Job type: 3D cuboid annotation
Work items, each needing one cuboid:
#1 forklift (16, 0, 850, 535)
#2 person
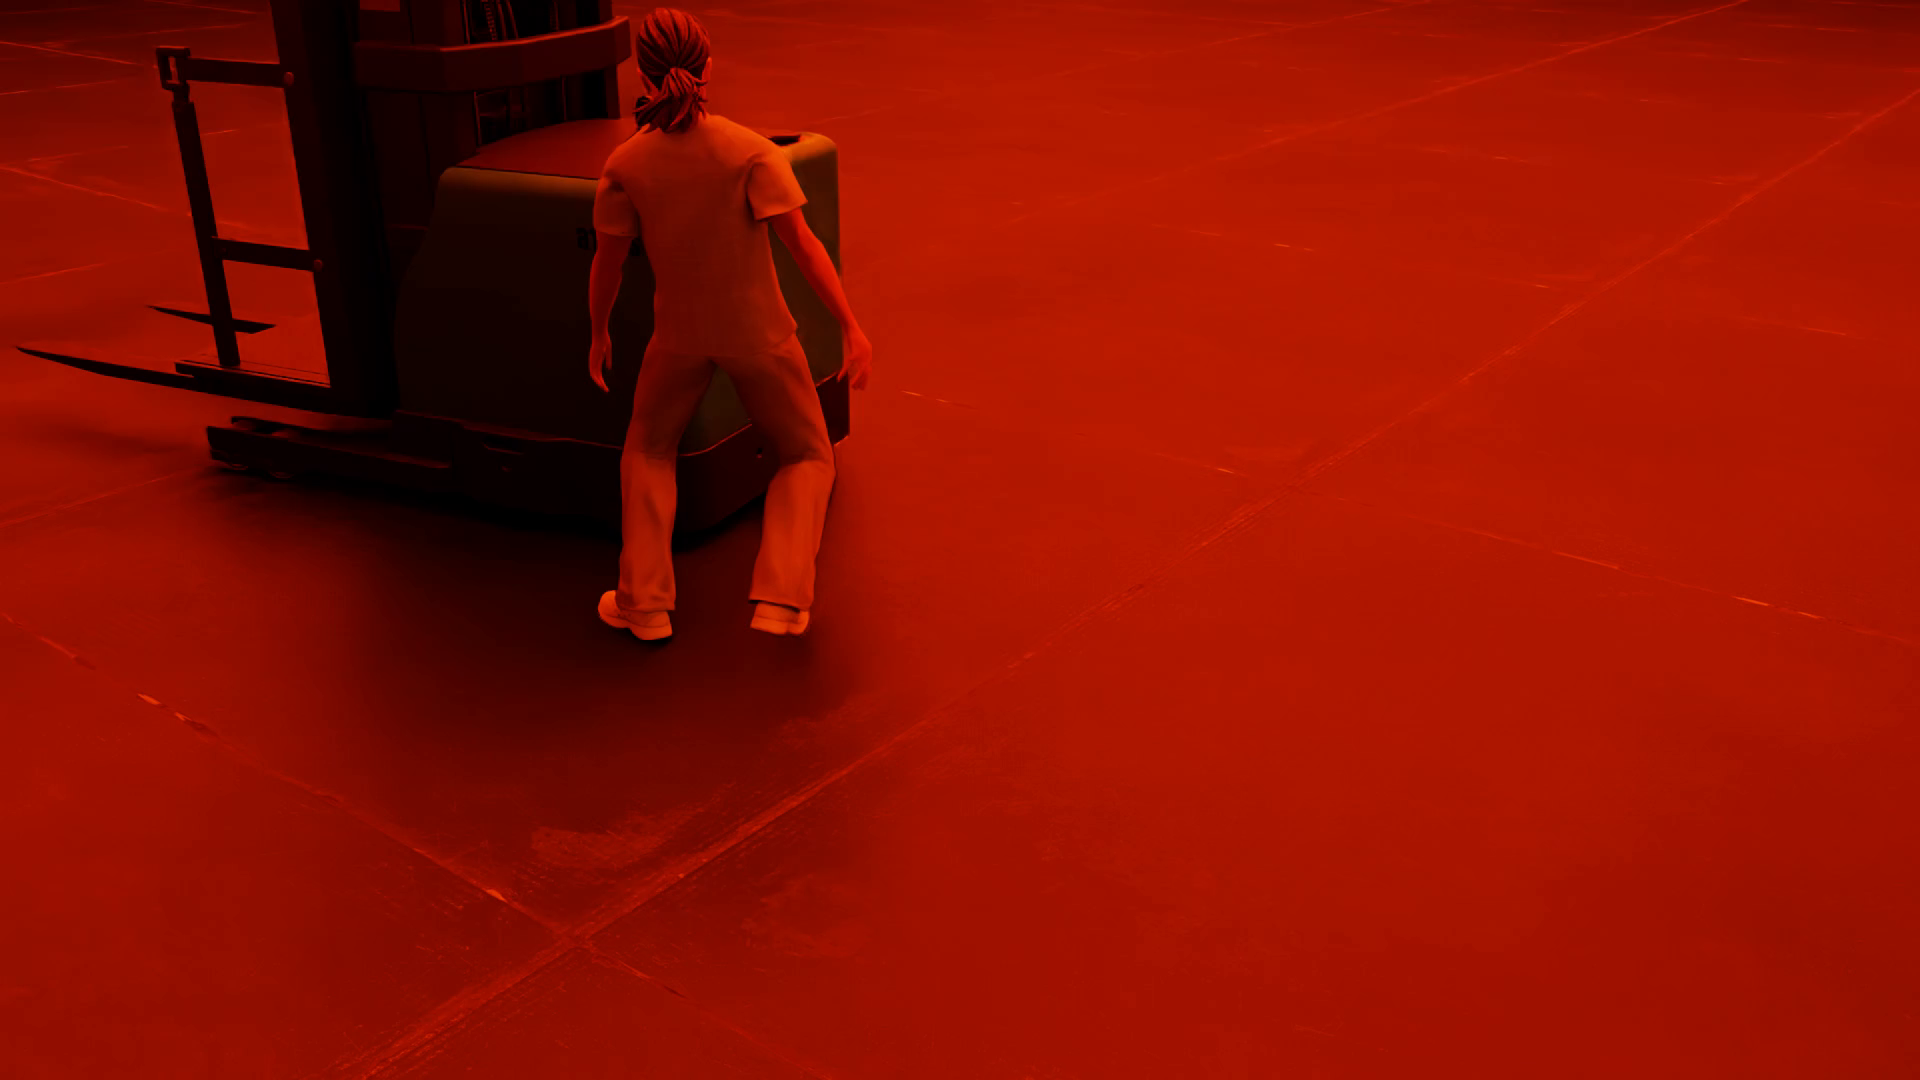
[{"bbox_3d":[-1.938,-1.723,5.303,3.031,2.935,1.130,10,25,22],"label":"forklift"},{"bbox_3d":[-0.605,-0.493,4.161,0.799,1.597,0.486,4,24,10],"label":"person"}]
